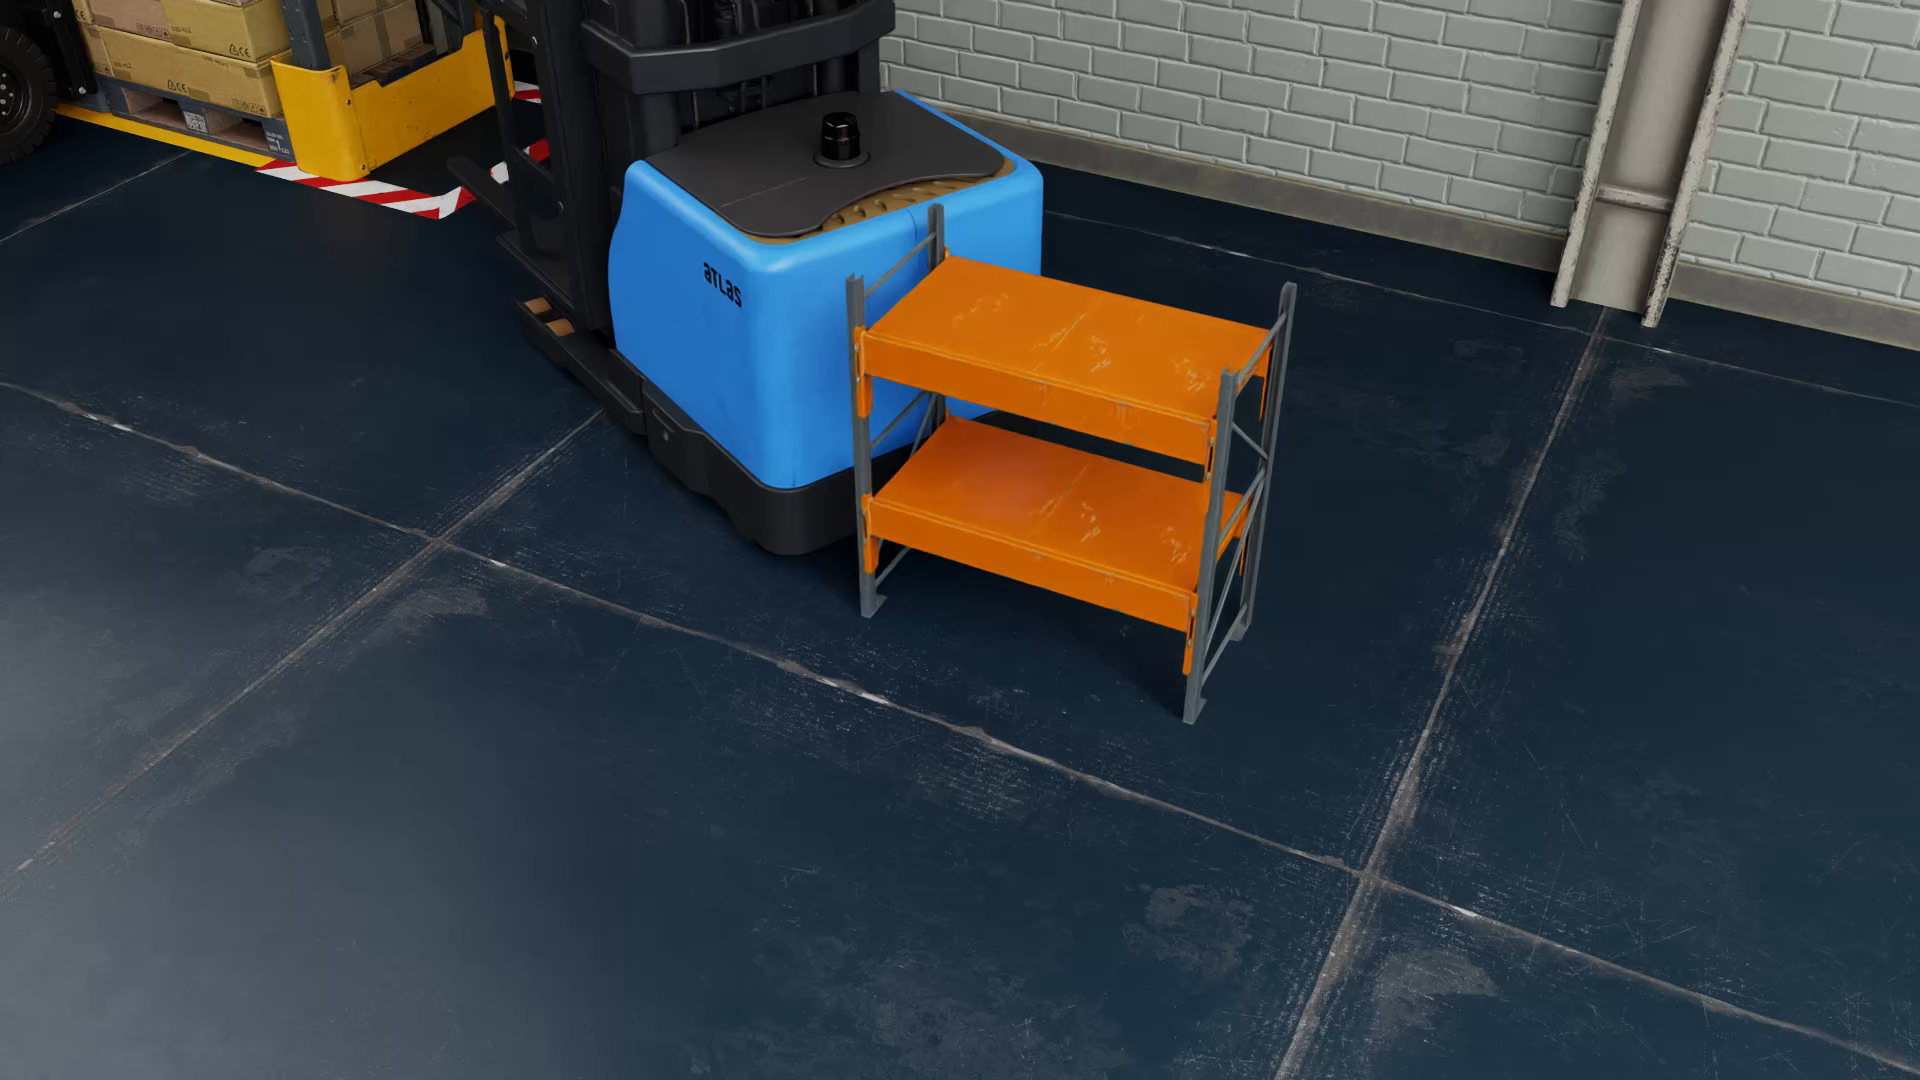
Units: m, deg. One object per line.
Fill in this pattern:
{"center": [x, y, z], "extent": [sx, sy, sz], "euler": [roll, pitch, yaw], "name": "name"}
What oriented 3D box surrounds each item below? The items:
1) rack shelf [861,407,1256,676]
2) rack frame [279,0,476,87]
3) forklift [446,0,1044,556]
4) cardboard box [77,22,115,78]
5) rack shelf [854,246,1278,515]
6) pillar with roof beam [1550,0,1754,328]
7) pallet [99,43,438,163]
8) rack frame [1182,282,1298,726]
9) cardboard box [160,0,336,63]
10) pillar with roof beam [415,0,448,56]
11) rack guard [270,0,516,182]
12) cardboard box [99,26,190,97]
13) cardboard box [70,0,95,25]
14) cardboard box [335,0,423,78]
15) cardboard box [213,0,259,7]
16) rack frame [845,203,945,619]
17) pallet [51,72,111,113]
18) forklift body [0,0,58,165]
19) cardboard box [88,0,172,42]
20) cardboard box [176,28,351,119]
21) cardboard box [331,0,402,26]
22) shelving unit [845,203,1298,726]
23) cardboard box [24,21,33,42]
{"center": [0.285, -0.019, 4.749], "extent": [1.000, 0.278, 0.538], "euler": [17, 40, 21], "name": "rack shelf"}
{"center": [-2.590, -3.128, 6.889], "extent": [0.127, 3.000, 1.000], "euler": [17, 41, 21], "name": "rack frame"}
{"center": [-1.003, -1.964, 5.413], "extent": [1.130, 2.935, 3.031], "euler": [-24, 43, -28], "name": "forklift"}
{"center": [-4.029, -2.448, 7.921], "extent": [0.500, 0.250, 0.500], "euler": [18, 41, 22], "name": "cardboard box"}
{"center": [0.285, -0.447, 4.424], "extent": [1.000, 0.278, 0.538], "euler": [17, 40, 21], "name": "rack shelf"}
{"center": [0.555, -2.215, 0.725], "extent": [0.400, 9.000, 9.100], "euler": [17, 41, 21], "name": "pillar with roof beam"}
{"center": [-3.288, -2.207, 7.983], "extent": [1.213, 0.211, 1.003], "euler": [17, 41, 21], "name": "pallet"}
{"center": [0.739, -0.076, 4.419], "extent": [0.032, 1.125, 0.500], "euler": [17, 40, 21], "name": "rack frame"}
{"center": [-3.166, -2.366, 7.400], "extent": [0.500, 0.250, 0.500], "euler": [17, 40, 21], "name": "cardboard box"}
{"center": [-4.773, -3.883, 2.923], "extent": [0.400, 9.000, 9.100], "euler": [17, 41, 21], "name": "pillar with roof beam"}
{"center": [-2.568, -2.125, 7.636], "extent": [0.348, 0.500, 1.175], "euler": [17, 41, 21], "name": "rack guard"}
{"center": [-3.589, -2.304, 7.731], "extent": [0.500, 0.250, 0.500], "euler": [17, 41, 21], "name": "cardboard box"}
{"center": [-4.074, -2.644, 7.765], "extent": [0.500, 0.250, 0.500], "euler": [16, 40, 20], "name": "cardboard box"}
{"center": [-2.936, -2.441, 7.912], "extent": [0.500, 0.250, 0.500], "euler": [18, 41, 22], "name": "cardboard box"}
{"center": [-3.142, -2.558, 7.239], "extent": [0.500, 0.250, 0.500], "euler": [19, 41, 23], "name": "cardboard box"}
{"center": [-0.170, -0.352, 4.783], "extent": [0.032, 1.125, 0.500], "euler": [17, 40, 21], "name": "rack frame"}
{"center": [-4.367, -2.547, 8.431], "extent": [1.213, 0.211, 1.003], "euler": [17, 41, 21], "name": "pallet"}
{"center": [-5.112, -2.337, 6.550], "extent": [1.214, 2.155, 2.313], "euler": [17, 41, 21], "name": "forklift body"}
{"center": [-3.606, -2.511, 7.591], "extent": [0.500, 0.250, 0.500], "euler": [17, 40, 21], "name": "cardboard box"}
{"center": [-3.152, -2.161, 7.542], "extent": [0.500, 0.250, 0.500], "euler": [18, 41, 22], "name": "cardboard box"}
{"center": [-2.912, -2.641, 7.762], "extent": [0.500, 0.250, 0.500], "euler": [18, 41, 22], "name": "cardboard box"}
{"center": [0.285, -0.214, 4.601], "extent": [1.048, 1.125, 0.538], "euler": [17, 40, 21], "name": "shelving unit"}
{"center": [-4.501, -2.580, 8.095], "extent": [0.500, 0.250, 0.500], "euler": [19, 41, 23], "name": "cardboard box"}
